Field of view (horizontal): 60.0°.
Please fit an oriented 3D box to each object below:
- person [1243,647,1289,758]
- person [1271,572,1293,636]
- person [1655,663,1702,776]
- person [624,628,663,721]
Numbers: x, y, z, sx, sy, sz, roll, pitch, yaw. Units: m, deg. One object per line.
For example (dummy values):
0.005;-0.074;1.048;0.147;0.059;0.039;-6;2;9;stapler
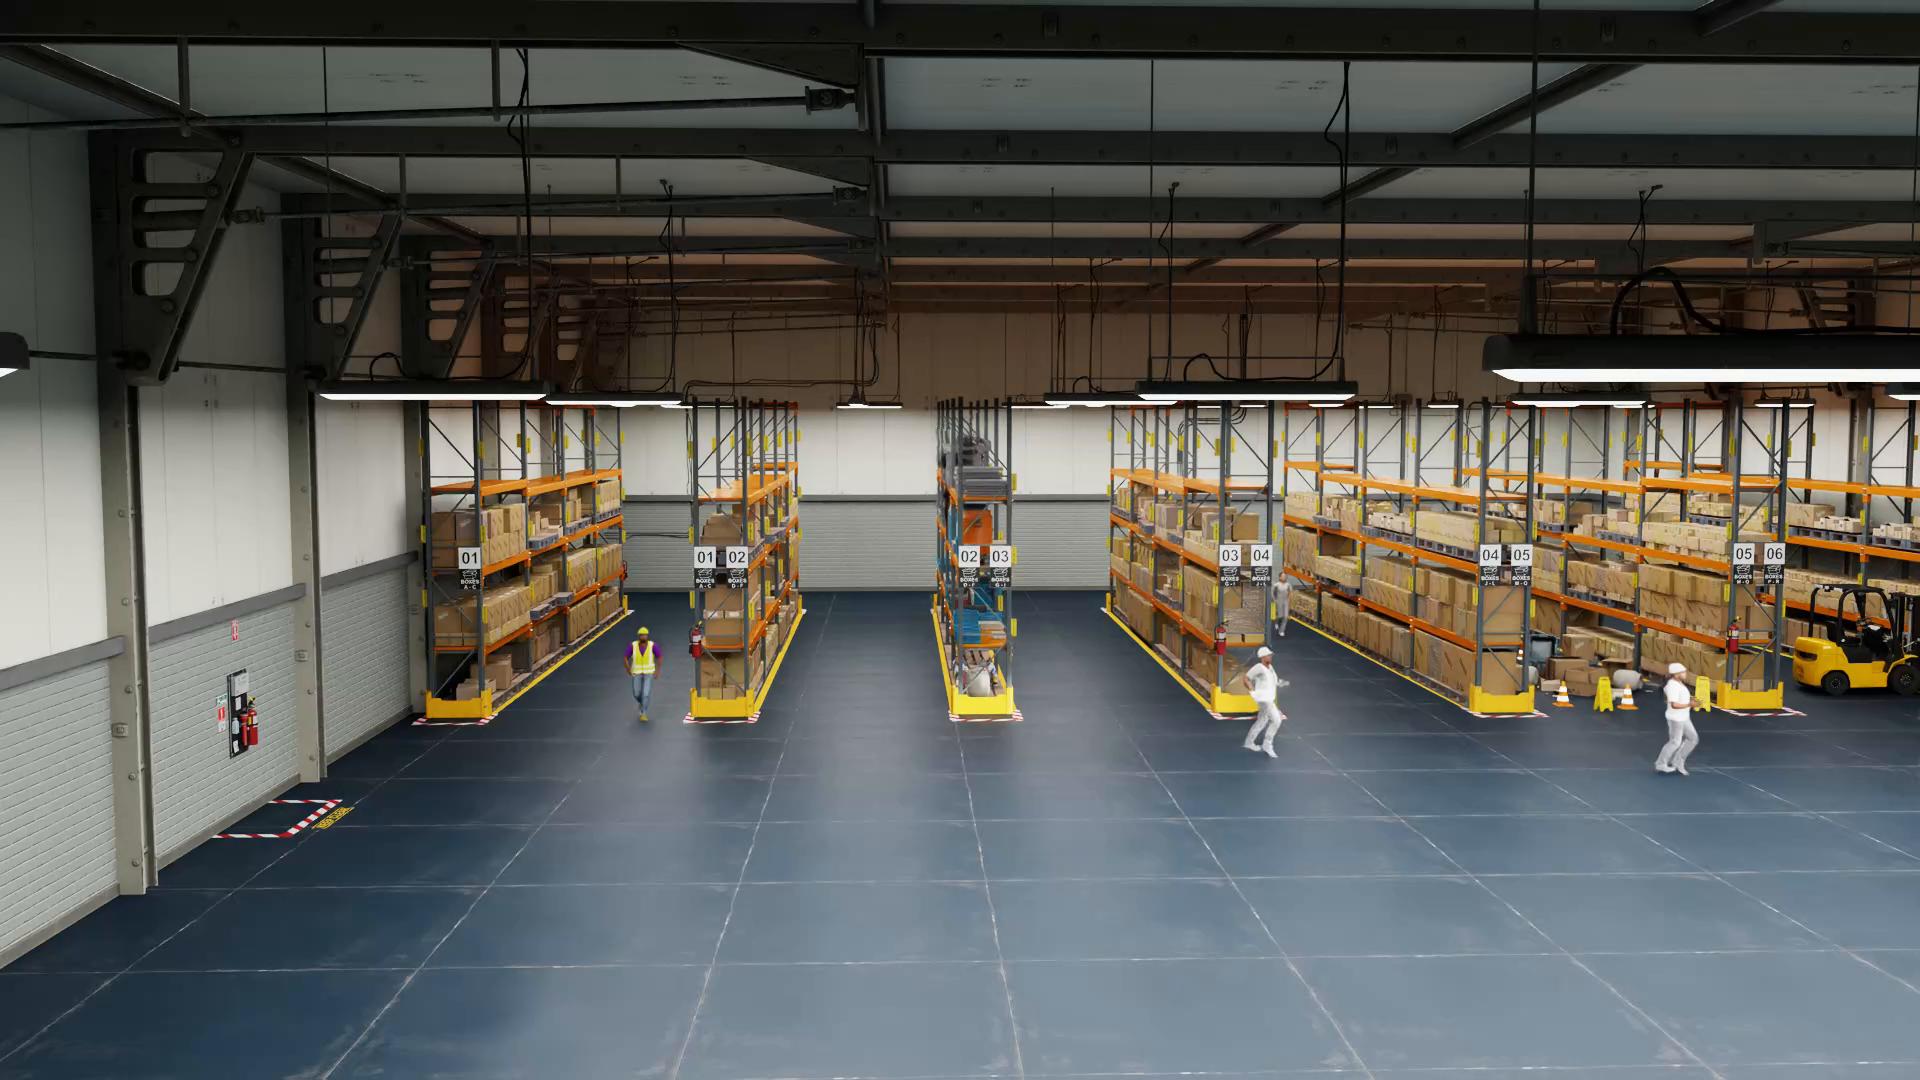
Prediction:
5.089;2.698;27.681;0.758;1.832;0.659;2;5;24;person
8.254;1.633;42.577;0.571;1.626;0.562;0;4;-3;person
11.318;2.831;26.138;0.683;1.794;0.677;3;5;36;person
-5.901;2.482;30.938;0.708;1.729;0.560;0;4;-6;person
